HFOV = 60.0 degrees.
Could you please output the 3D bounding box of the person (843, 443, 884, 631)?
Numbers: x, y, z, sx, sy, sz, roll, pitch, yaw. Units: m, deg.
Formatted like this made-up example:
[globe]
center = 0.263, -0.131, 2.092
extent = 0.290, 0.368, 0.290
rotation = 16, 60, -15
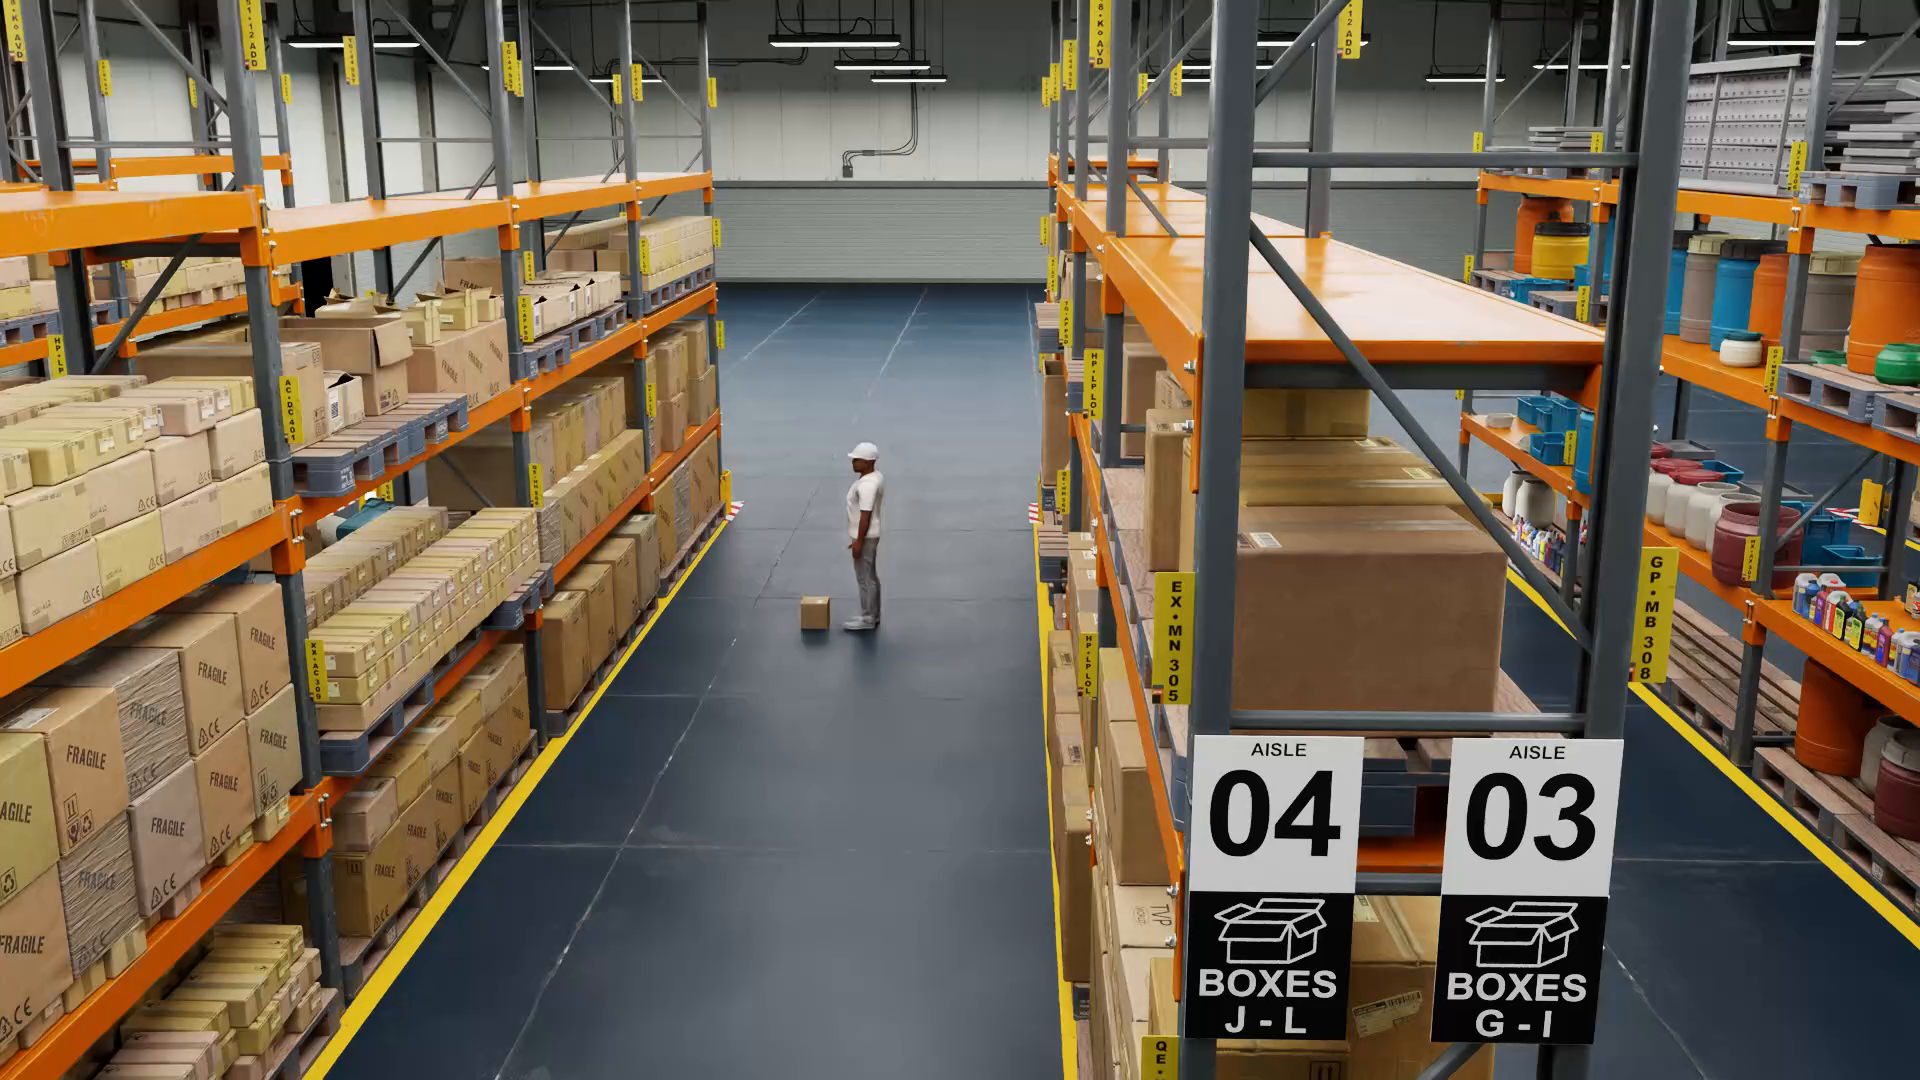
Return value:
[person]
center = -0.906, -0.033, 15.599
extent = 0.385, 1.781, 0.566
rotation = 1, 14, 3
